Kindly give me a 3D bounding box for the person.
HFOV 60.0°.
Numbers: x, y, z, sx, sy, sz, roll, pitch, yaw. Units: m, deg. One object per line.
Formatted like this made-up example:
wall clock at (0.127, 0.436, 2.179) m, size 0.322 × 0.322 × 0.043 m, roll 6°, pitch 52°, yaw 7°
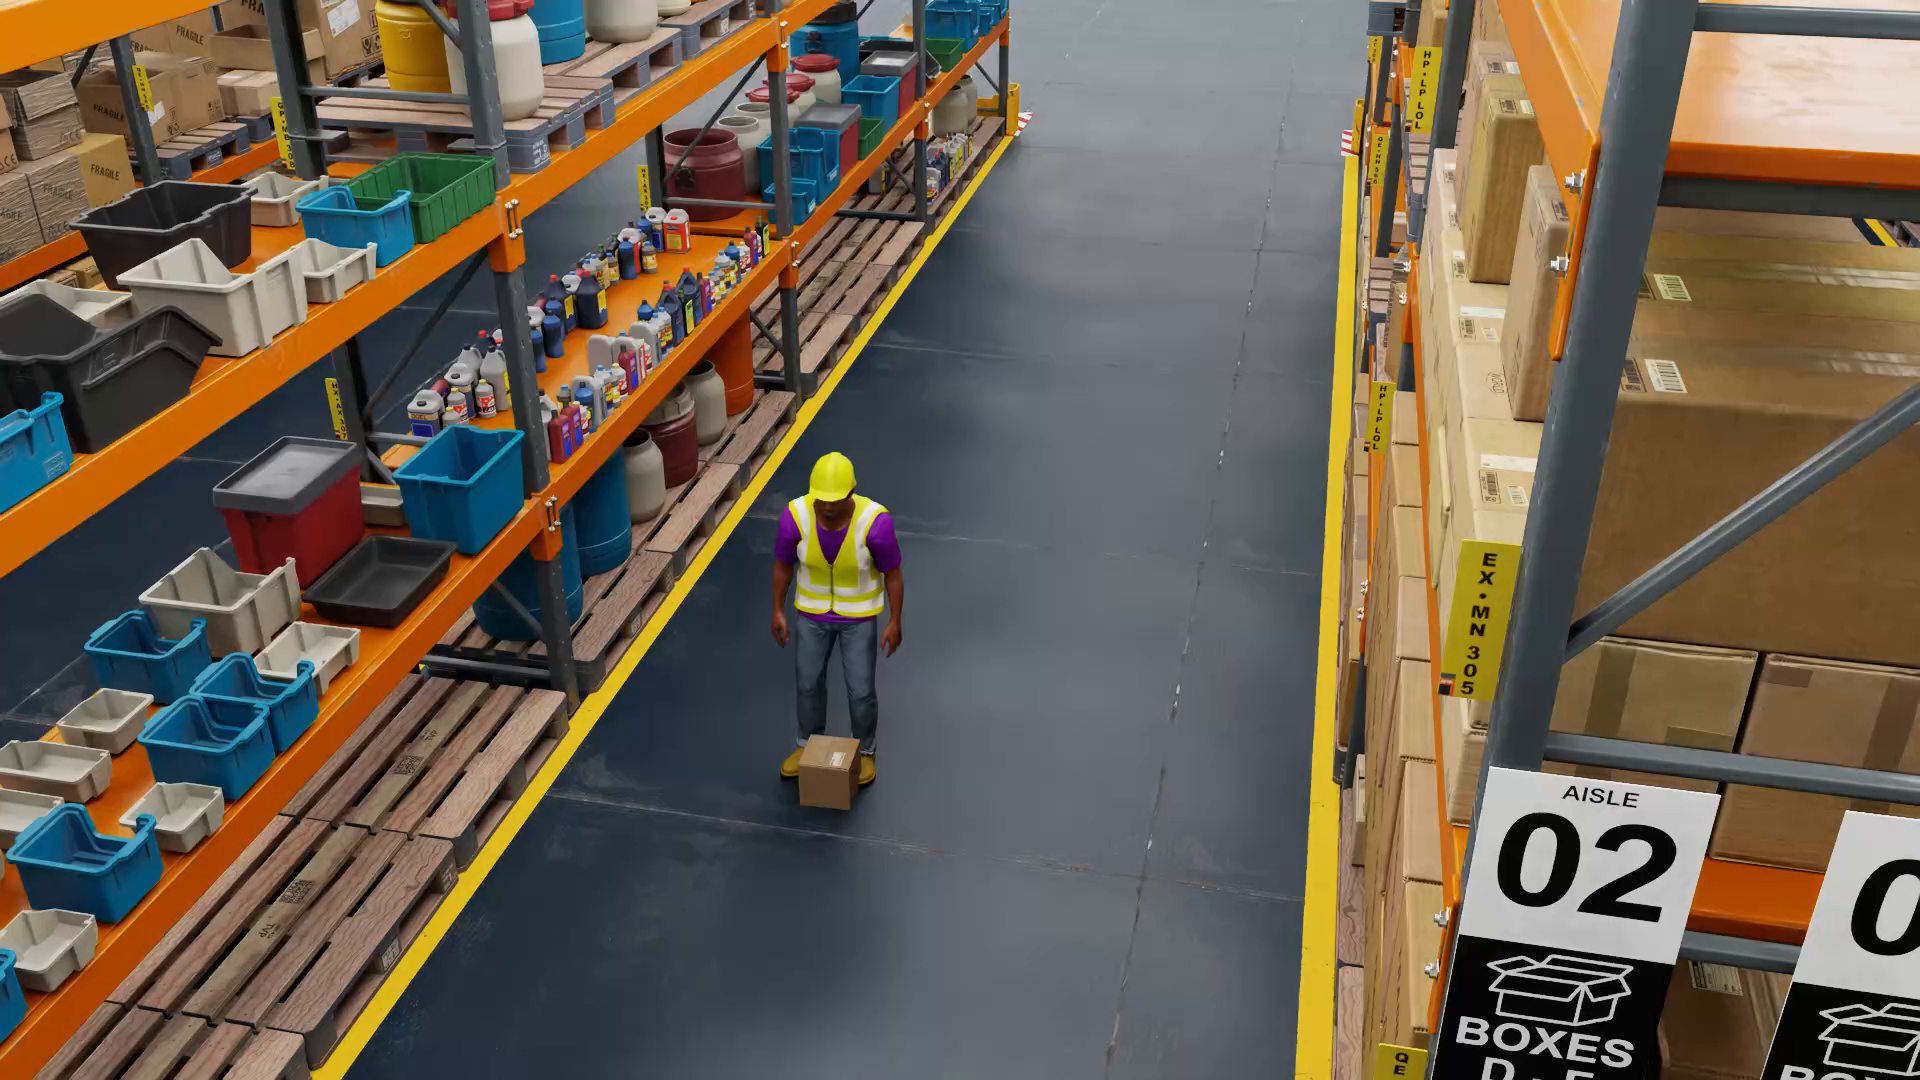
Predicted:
person at (-12.395, -2.346, 5.343) m, size 23.611 × 9.002 × 6.260 m, roll 5°, pitch 29°, yaw 8°
